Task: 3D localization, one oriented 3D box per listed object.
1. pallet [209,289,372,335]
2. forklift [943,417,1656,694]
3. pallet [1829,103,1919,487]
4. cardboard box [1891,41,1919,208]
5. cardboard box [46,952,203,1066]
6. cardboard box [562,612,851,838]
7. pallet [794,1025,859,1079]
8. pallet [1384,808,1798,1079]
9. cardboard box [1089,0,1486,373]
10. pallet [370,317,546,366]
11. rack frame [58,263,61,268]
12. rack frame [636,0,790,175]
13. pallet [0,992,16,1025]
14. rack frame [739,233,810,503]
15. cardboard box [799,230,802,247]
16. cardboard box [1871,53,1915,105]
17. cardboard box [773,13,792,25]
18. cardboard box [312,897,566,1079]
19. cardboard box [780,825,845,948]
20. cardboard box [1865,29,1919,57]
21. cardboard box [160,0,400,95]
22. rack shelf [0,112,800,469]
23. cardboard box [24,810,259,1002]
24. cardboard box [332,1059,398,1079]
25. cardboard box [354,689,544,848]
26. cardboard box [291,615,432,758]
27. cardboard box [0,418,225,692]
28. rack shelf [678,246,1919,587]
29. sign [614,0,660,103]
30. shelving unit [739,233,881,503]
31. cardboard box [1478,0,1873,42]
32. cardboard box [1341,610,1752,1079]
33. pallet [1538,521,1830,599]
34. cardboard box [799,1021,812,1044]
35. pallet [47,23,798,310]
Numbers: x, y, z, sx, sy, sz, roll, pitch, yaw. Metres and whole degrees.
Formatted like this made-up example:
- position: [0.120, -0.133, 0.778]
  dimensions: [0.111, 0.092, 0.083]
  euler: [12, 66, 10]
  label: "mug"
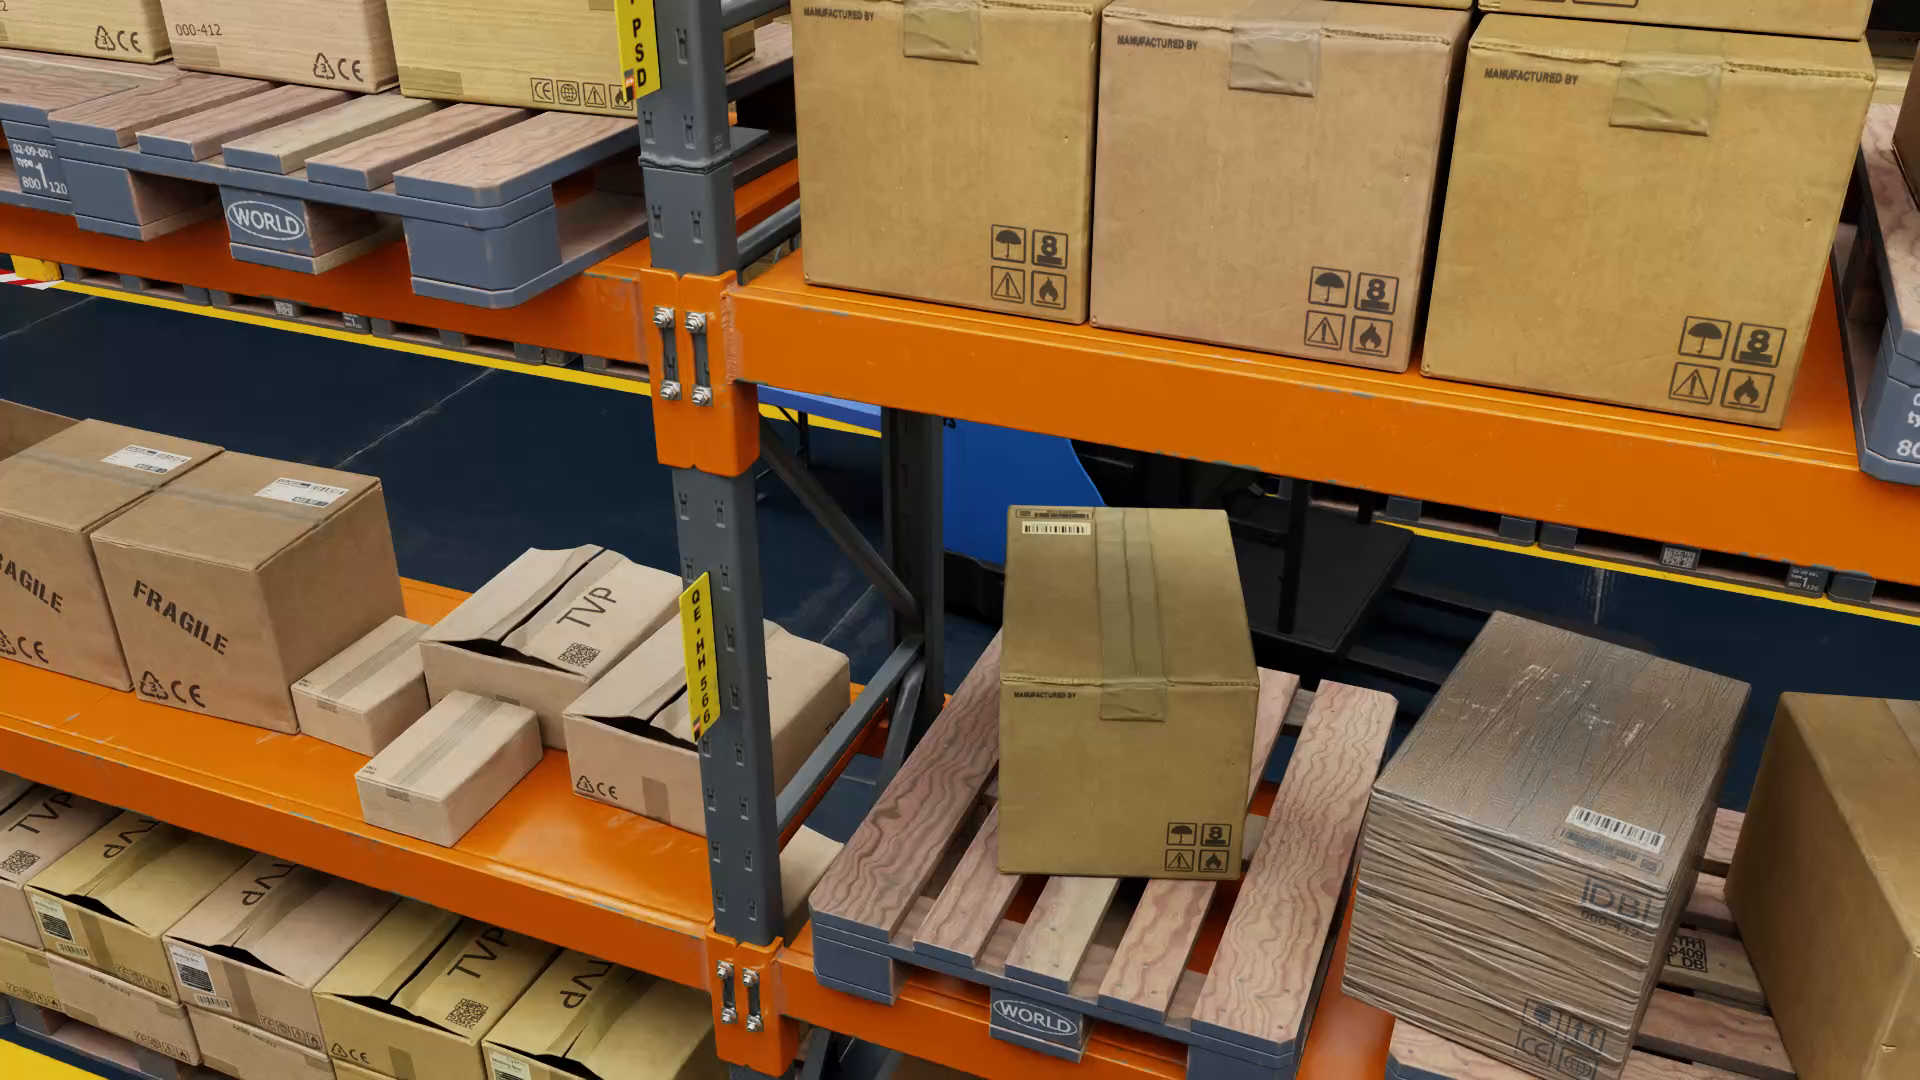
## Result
- position: [-3.901, -1.645, 10.446]
  dimensions: [1.213, 0.211, 1.003]
  euler: [11, 31, 19]
  label: "pallet"
- position: [1.262, -0.886, 6.338]
  dimensions: [3.031, 2.935, 1.130]
  euler: [16, 33, 25]
  label: "forklift"
- position: [1.883, -0.354, 2.470]
  dimensions: [1.003, 0.211, 1.213]
  euler: [11, 31, 19]
  label: "pallet"
- position: [1.747, -0.735, 2.323]
  dimensions: [0.600, 0.600, 0.600]
  euler: [10, 31, 17]
  label: "cardboard box"
- position: [-2.284, 1.219, 4.912]
  dimensions: [0.500, 0.250, 0.500]
  euler: [12, 32, 20]
  label: "cardboard box"
- position: [-0.604, 0.425, 4.041]
  dimensions: [0.500, 0.311, 0.500]
  euler: [13, 32, 22]
  label: "cardboard box"
- position: [-1.031, 1.517, 4.851]
  dimensions: [1.213, 0.211, 1.003]
  euler: [11, 31, 19]
  label: "pallet"
- position: [1.521, 0.914, 3.279]
  dimensions: [1.213, 0.211, 1.003]
  euler: [11, 31, 19]
  label: "pallet"
- position: [0.607, -0.716, 2.819]
  dimensions: [0.500, 0.500, 0.910]
  euler: [11, 31, 19]
  label: "cardboard box"
- position: [-2.766, -1.420, 10.048]
  dimensions: [1.213, 0.211, 1.003]
  euler: [11, 31, 19]
  label: "pallet"
- position: [-5.837, -3.266, 10.480]
  dimensions: [0.127, 3.000, 1.000]
  euler: [11, 31, 19]
  label: "rack frame"
- position: [-0.283, -2.138, 2.388]
  dimensions: [0.127, 3.000, 1.000]
  euler: [11, 31, 19]
  label: "rack frame"
- position: [-3.292, 1.066, 5.650]
  dimensions: [1.213, 0.211, 1.003]
  euler: [11, 31, 19]
  label: "pallet"
- position: [-0.895, -0.933, 7.876]
  dimensions: [0.032, 1.500, 0.500]
  euler: [16, 33, 25]
  label: "rack frame"
- position: [-0.549, -1.653, 8.957]
  dimensions: [0.500, 0.250, 0.500]
  euler: [10, 31, 18]
  label: "cardboard box"
- position: [3.811, -1.717, 6.554]
  dimensions: [0.500, 0.250, 0.500]
  euler: [12, 32, 20]
  label: "cardboard box"
- position: [-0.535, -2.437, 8.465]
  dimensions: [0.500, 0.500, 0.700]
  euler: [16, 33, 26]
  label: "cardboard box"
- position: [-1.345, 1.165, 4.437]
  dimensions: [0.500, 0.311, 0.500]
  euler: [11, 31, 18]
  label: "cardboard box"
- position: [-0.658, 1.012, 4.708]
  dimensions: [0.500, 0.311, 0.500]
  euler: [12, 32, 21]
  label: "cardboard box"
- position: [4.001, -1.942, 6.952]
  dimensions: [0.500, 0.250, 0.500]
  euler: [10, 31, 17]
  label: "cardboard box"
- position: [-1.217, -1.097, 3.320]
  dimensions: [0.500, 0.250, 0.500]
  euler: [12, 32, 20]
  label: "cardboard box"
- position: [-2.136, -0.889, 3.958]
  dimensions: [4.000, 0.370, 1.077]
  euler: [11, 31, 19]
  label: "rack shelf"
- position: [-2.275, 0.977, 4.771]
  dimensions: [0.500, 0.311, 0.500]
  euler: [12, 32, 20]
  label: "cardboard box"
- position: [-1.341, 1.408, 4.579]
  dimensions: [0.500, 0.250, 0.500]
  euler: [11, 31, 19]
  label: "cardboard box"
- position: [-1.220, 0.542, 3.998]
  dimensions: [0.250, 0.149, 0.380]
  euler: [11, 31, 19]
  label: "cardboard box"
- position: [-1.486, 0.372, 4.298]
  dimensions: [0.250, 0.149, 0.380]
  euler: [14, 32, 23]
  label: "cardboard box"
- position: [-2.332, 0.029, 4.548]
  dimensions: [0.500, 0.500, 0.500]
  euler: [11, 31, 19]
  label: "cardboard box"
- position: [1.570, -0.149, 2.649]
  dimensions: [4.000, 0.370, 1.077]
  euler: [11, 31, 19]
  label: "rack shelf"
- position: [-0.499, -0.841, 2.535]
  dimensions: [0.005, 0.325, 0.100]
  euler: [11, 31, 19]
  label: "sign"
- position: [-0.452, -0.809, 7.658]
  dimensions: [1.048, 1.500, 0.538]
  euler: [16, 33, 25]
  label: "shelving unit"
- position: [1.064, -1.039, 2.374]
  dimensions: [0.500, 0.500, 0.500]
  euler: [11, 31, 19]
  label: "cardboard box"
- position: [1.119, 0.568, 3.168]
  dimensions: [0.500, 0.500, 0.700]
  euler: [18, 34, 28]
  label: "cardboard box"
- position: [3.405, -0.166, 7.828]
  dimensions: [1.213, 0.211, 1.003]
  euler: [11, 31, 19]
  label: "pallet"
- position: [-0.658, 1.257, 4.846]
  dimensions: [0.500, 0.250, 0.500]
  euler: [11, 31, 19]
  label: "cardboard box"
- position: [-0.945, -0.835, 3.323]
  dimensions: [1.003, 0.211, 1.213]
  euler: [13, 32, 21]
  label: "pallet"
